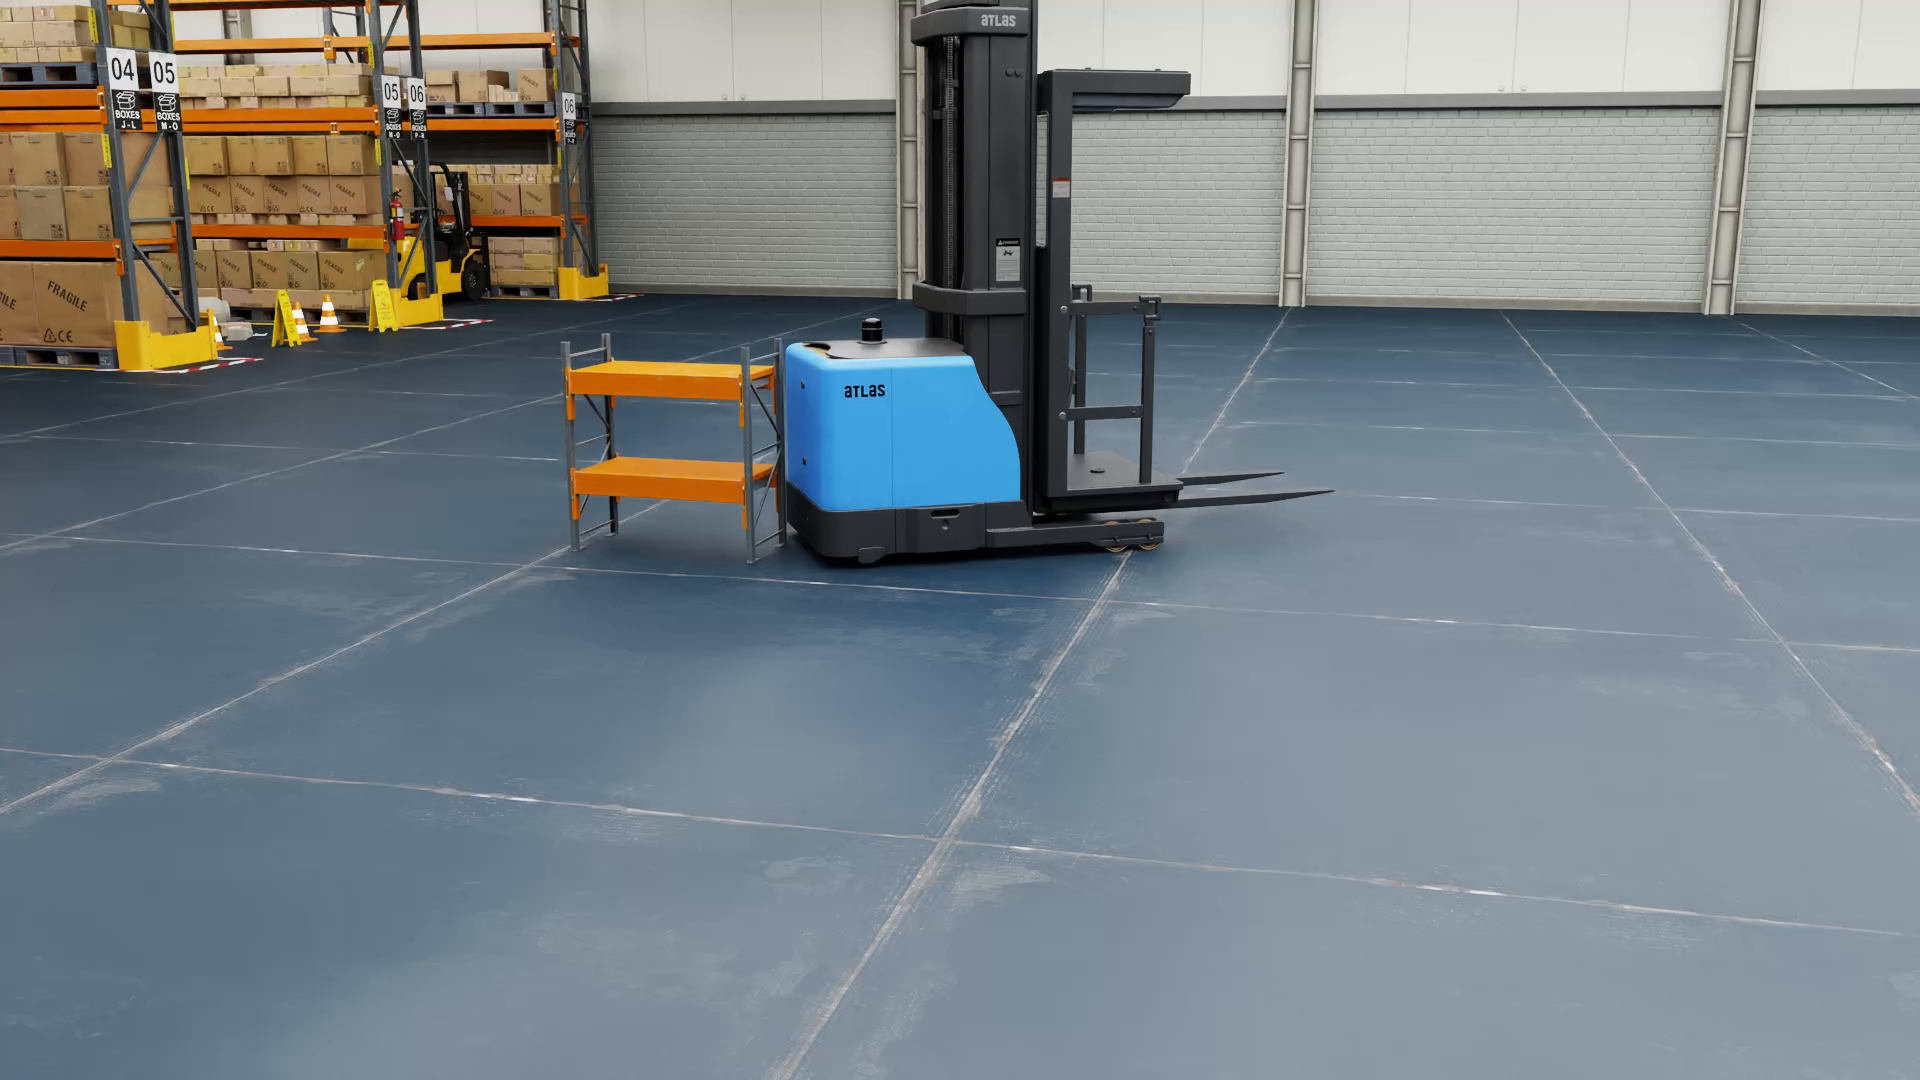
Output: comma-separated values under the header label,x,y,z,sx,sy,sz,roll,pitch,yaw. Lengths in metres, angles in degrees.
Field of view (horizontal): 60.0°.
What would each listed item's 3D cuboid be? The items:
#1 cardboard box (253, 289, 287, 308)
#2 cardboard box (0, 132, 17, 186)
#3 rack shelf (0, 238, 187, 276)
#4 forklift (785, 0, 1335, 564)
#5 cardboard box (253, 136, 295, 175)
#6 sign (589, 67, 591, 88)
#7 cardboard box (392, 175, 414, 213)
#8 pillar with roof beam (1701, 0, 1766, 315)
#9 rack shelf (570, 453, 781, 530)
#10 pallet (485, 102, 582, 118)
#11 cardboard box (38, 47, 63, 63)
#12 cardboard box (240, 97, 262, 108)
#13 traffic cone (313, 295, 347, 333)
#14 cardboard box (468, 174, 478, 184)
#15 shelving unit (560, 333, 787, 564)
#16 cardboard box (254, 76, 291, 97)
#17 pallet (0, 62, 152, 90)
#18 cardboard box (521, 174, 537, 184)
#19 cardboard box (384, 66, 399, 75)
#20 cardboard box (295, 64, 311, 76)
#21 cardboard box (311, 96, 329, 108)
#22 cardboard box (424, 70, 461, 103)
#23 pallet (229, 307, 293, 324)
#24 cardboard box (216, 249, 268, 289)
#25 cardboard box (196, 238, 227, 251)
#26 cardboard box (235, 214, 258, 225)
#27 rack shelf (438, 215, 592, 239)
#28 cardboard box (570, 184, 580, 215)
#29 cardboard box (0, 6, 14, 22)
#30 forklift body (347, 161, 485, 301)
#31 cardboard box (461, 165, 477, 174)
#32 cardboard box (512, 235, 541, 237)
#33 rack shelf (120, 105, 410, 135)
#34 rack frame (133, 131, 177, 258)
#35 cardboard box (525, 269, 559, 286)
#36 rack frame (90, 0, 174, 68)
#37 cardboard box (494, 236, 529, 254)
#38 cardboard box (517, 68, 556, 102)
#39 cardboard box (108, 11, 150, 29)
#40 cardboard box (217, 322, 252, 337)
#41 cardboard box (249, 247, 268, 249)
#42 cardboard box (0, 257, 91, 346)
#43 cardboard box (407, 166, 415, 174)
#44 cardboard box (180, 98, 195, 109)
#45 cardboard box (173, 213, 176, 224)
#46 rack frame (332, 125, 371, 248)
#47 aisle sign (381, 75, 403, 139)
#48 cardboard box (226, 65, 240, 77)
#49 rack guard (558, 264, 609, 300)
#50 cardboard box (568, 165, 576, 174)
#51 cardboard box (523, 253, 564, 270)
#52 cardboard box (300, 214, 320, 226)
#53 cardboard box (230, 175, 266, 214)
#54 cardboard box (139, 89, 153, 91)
label,x,y,z,sx,sy,sz,roll,pitch,yaw
cardboard box,-9.184,-3.283,22.484,0.500,0.250,0.500,3,13,12
cardboard box,-9.830,-4.029,17.627,0.550,0.550,0.875,3,13,14
rack shelf,-10.353,-3.087,17.882,4.000,0.370,1.077,3,13,14
forklift,0.599,-1.471,9.096,3.031,2.935,1.130,-4,13,-17
cardboard box,-8.881,-5.076,21.960,0.500,0.500,0.700,3,13,13
sign,-5.999,-7.470,26.853,0.005,0.325,0.100,3,13,14
cardboard box,-7.717,-4.657,22.382,0.500,0.500,0.500,3,13,13
pillar with roof beam,9.846,-6.739,18.834,0.400,9.000,9.100,3,13,14
rack shelf,-1.522,-0.269,8.979,1.000,0.278,0.538,3,13,15
pallet,-6.818,-6.888,26.632,1.213,0.211,1.003,3,13,14
cardboard box,-9.060,-4.889,16.798,0.250,0.149,0.380,3,13,14
cardboard box,-9.239,-5.752,21.889,0.250,0.149,0.380,3,13,13
traffic cone,-8.050,-2.893,21.204,0.334,0.463,0.336,3,13,14
cardboard box,-7.793,-5.810,26.768,0.250,0.149,0.380,3,13,14
shelving unit,-1.522,-0.508,8.926,1.048,1.125,0.538,3,13,15
cardboard box,-8.878,-5.939,21.810,0.500,0.250,0.500,3,13,15
pallet,-9.134,-4.791,17.184,1.213,0.211,1.003,3,13,14
cardboard box,-6.797,-5.756,26.523,0.250,0.149,0.380,3,13,14
cardboard box,-7.620,-6.173,21.944,0.250,0.149,0.380,3,13,13
cardboard box,-8.450,-6.122,21.714,0.250,0.149,0.380,3,13,14
cardboard box,-8.237,-5.709,21.694,0.250,0.149,0.380,3,13,15
cardboard box,-8.156,-7.277,26.744,0.637,0.503,0.797,3,13,15
pallet,-9.359,-3.136,22.882,1.213,0.211,1.003,3,13,14
cardboard box,-9.674,-3.677,22.527,0.500,0.500,0.500,4,13,16
cardboard box,-10.093,-4.000,22.489,0.250,0.149,0.380,4,13,16
cardboard box,-9.487,-4.306,22.296,0.250,0.149,0.380,3,13,13
rack shelf,-8.080,-5.177,27.303,4.000,0.370,1.077,3,13,14
cardboard box,-6.553,-5.557,27.125,0.500,0.500,0.500,3,13,15
cardboard box,-9.563,-5.305,16.832,0.250,0.149,0.380,3,13,14
forklift body,-8.416,-4.725,25.563,1.214,2.155,2.313,3,13,14
cardboard box,-7.800,-5.954,26.731,0.250,0.149,0.380,3,13,15
cardboard box,-7.045,-4.865,27.306,0.500,0.250,0.500,3,13,14
rack shelf,-9.266,-5.597,22.272,4.000,0.370,1.077,3,13,14
rack frame,-11.207,-4.588,22.987,0.127,3.000,1.000,3,13,14
cardboard box,-6.670,-4.245,26.820,0.500,0.250,0.500,3,13,14
rack frame,-8.412,-6.263,16.686,0.127,3.000,1.000,3,13,14
cardboard box,-7.157,-4.759,26.827,0.500,0.250,0.500,3,13,15
cardboard box,-6.626,-7.163,26.237,0.500,0.500,0.500,3,13,15
cardboard box,-8.659,-5.403,17.275,0.250,0.149,0.380,3,13,14
cardboard box,-9.080,-2.632,20.752,0.250,0.149,0.380,12,17,43
cardboard box,-9.579,-3.790,23.038,0.500,0.500,0.500,4,13,17
cardboard box,-9.941,-2.568,17.820,0.875,0.875,0.875,3,13,13
cardboard box,-8.774,-6.015,27.004,0.250,0.149,0.380,3,13,13
cardboard box,-10.222,-5.825,22.220,0.250,0.149,0.380,3,13,15
cardboard box,-10.455,-4.372,22.593,0.250,0.149,0.380,3,13,13
rack frame,-10.022,-5.632,27.693,0.127,3.000,1.000,3,13,14
aisle sign,-7.333,-5.585,21.480,0.004,0.787,0.394,3,13,14
cardboard box,-9.451,-6.171,21.935,0.250,0.149,0.380,3,13,15
rack guard,-6.115,-4.203,27.022,0.348,0.500,1.175,3,13,14
cardboard box,-6.413,-5.997,26.925,0.250,0.149,0.380,3,13,12
cardboard box,-6.686,-4.490,26.773,0.500,0.250,0.500,3,13,13
cardboard box,-8.512,-4.247,22.029,0.250,0.149,0.380,3,13,15
cardboard box,-9.374,-4.628,22.252,0.500,0.500,0.500,3,13,14
cardboard box,-10.846,-6.044,22.284,0.500,0.250,0.500,3,13,12
